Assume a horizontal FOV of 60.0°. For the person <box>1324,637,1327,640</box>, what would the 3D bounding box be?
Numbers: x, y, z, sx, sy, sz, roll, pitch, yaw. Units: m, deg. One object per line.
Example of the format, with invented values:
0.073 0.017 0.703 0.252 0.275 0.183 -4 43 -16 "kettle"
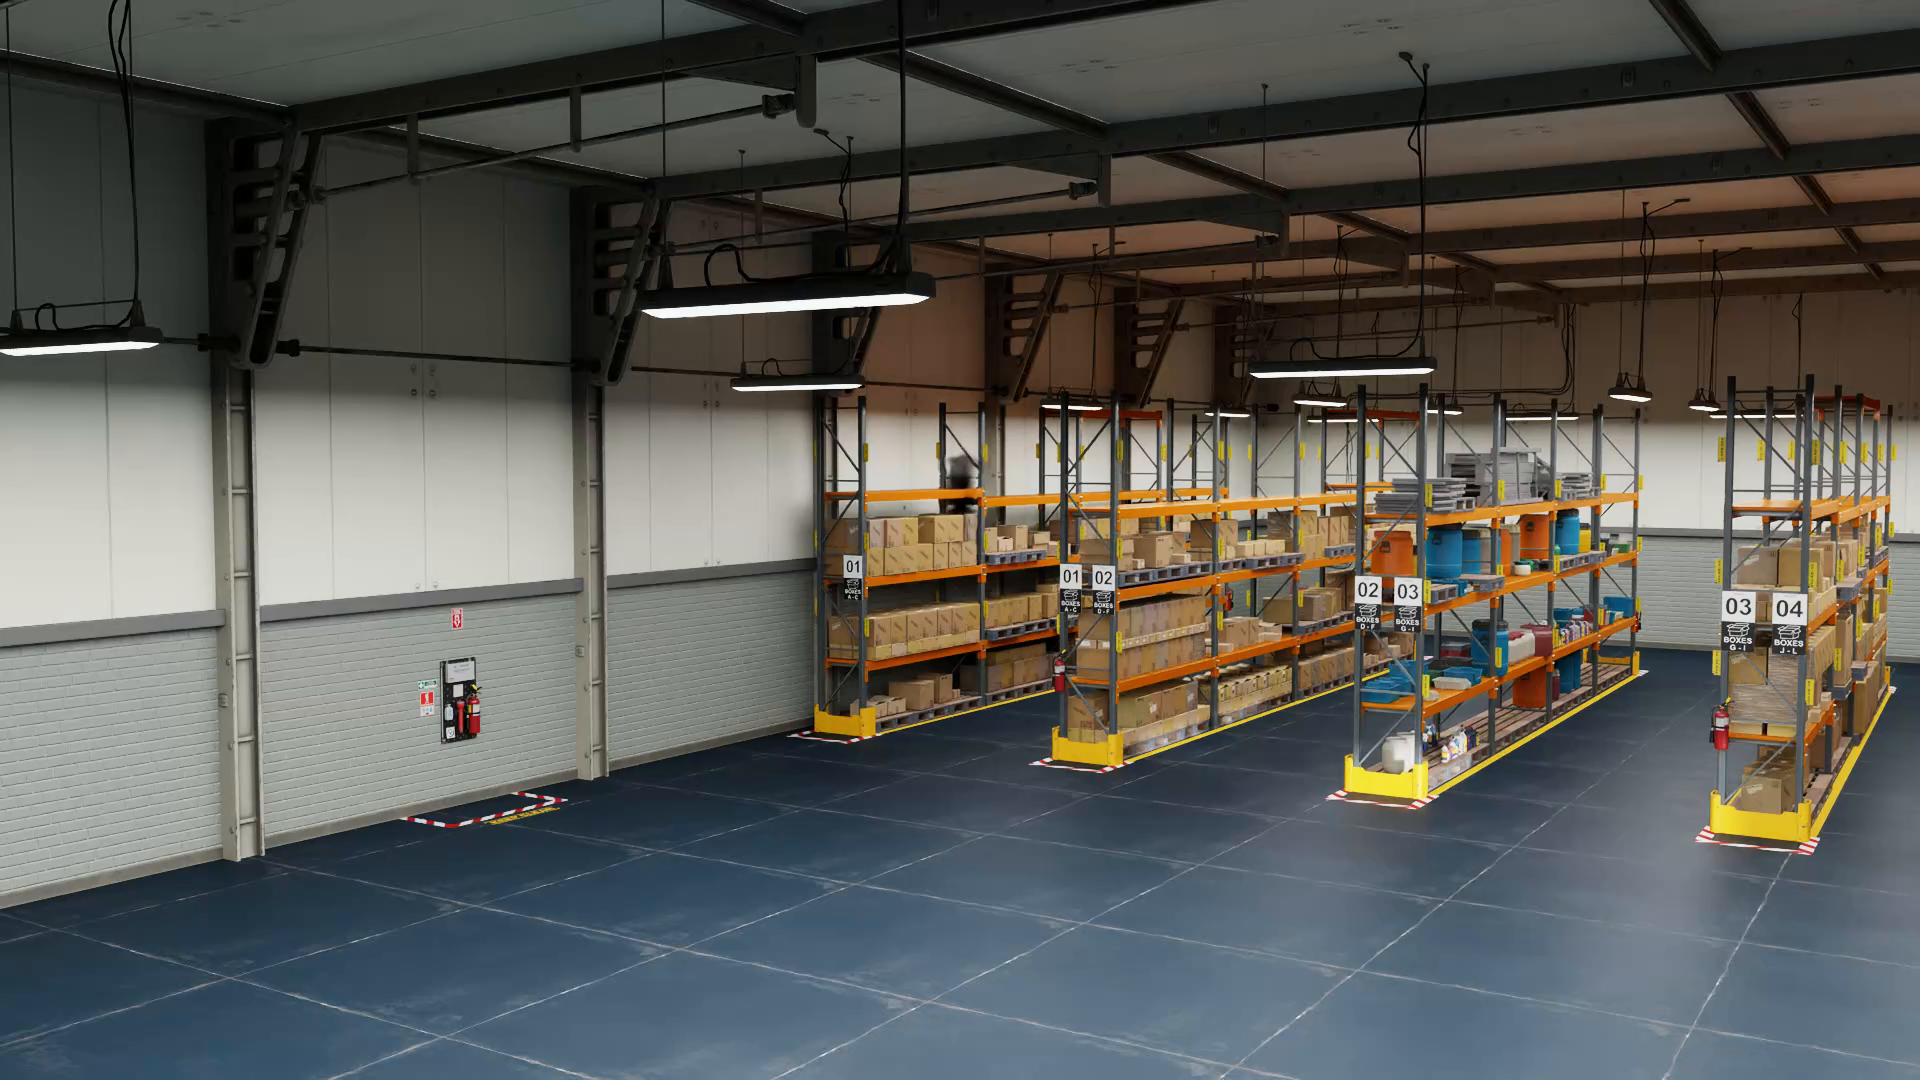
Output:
9.901 1.918 44.204 0.699 1.545 0.810 -1 3 -16 "person"
